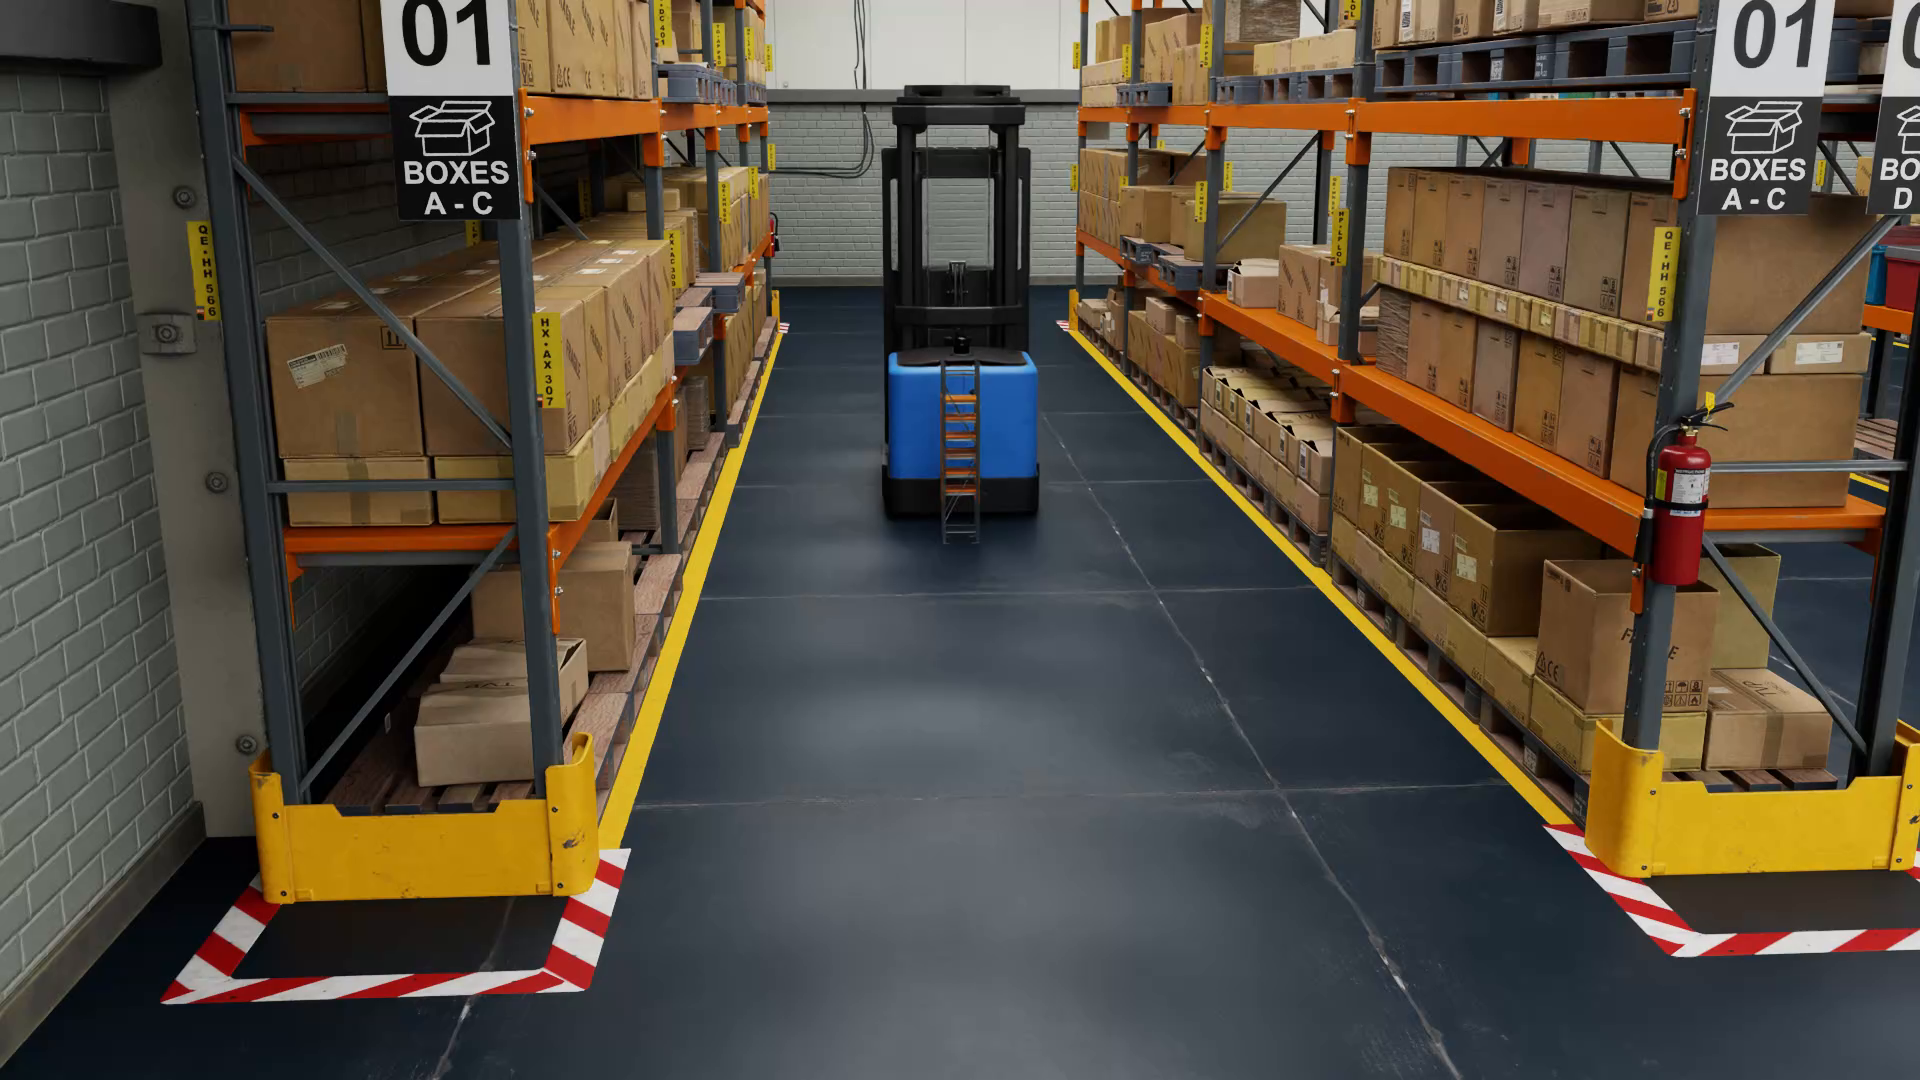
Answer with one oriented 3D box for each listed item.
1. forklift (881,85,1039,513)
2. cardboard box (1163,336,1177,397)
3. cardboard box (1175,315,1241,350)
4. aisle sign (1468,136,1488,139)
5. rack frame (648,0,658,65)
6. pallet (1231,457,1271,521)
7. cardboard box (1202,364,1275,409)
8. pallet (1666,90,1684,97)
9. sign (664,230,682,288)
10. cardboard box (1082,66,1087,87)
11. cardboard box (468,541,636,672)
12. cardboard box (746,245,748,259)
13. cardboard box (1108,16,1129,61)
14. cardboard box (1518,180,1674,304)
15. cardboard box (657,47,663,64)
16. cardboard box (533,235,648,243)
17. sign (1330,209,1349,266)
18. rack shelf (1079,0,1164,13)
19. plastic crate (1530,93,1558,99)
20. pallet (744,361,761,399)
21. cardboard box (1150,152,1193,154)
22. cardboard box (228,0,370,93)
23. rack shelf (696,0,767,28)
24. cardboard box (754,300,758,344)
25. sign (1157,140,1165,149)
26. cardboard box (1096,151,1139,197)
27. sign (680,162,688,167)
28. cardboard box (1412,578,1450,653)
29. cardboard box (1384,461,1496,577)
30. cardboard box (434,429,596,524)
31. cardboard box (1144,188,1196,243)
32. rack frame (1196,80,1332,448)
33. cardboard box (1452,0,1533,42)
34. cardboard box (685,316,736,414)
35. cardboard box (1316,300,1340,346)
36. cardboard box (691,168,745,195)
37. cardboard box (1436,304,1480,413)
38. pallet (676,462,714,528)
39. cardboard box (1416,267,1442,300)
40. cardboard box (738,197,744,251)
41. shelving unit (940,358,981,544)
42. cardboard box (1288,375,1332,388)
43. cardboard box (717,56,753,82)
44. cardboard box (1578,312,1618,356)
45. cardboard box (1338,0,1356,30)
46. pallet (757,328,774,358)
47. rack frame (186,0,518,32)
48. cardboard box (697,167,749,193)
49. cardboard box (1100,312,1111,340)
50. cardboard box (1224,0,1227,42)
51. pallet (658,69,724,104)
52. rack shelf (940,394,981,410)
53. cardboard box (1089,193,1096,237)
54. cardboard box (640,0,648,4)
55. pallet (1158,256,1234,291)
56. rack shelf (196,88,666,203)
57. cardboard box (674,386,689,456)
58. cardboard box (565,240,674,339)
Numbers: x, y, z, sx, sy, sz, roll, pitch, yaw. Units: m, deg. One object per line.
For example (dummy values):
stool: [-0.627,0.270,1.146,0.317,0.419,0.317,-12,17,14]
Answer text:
forklift: [-0.040,-1.917,12.593,1.130,2.935,3.031,-1,14,-2]
cardboard box: [2.187,-1.608,15.389,0.500,0.500,0.500,-1,14,-5]
cardboard box: [2.211,-1.856,14.850,0.500,0.250,0.500,0,14,-1]
aisle sign: [6.659,-5.585,21.497,0.394,0.787,0.004,-1,14,-3]
rack frame: [-2.185,-4.081,8.828,1.000,3.000,0.127,-1,14,-3]
pallet: [2.596,-0.389,12.115,1.003,0.211,1.213,-1,14,-3]
cardboard box: [2.251,-1.256,13.439,0.500,0.311,0.500,0,14,-2]
pallet: [7.427,-4.204,15.704,1.003,0.211,1.213,-1,14,-3]
sign: [-1.644,-1.605,9.507,0.100,0.325,0.005,-1,14,-3]
cardboard box: [1.788,-5.728,20.546,0.500,0.250,0.500,-1,14,-3]
cardboard box: [-1.921,0.318,7.903,0.700,0.500,0.500,-2,15,-7]
cardboard box: [-2.338,-2.911,16.784,0.380,0.149,0.250,-1,14,-2]
cardboard box: [2.086,-5.721,19.015,0.700,0.500,0.500,-1,14,-3]
cardboard box: [2.917,-1.320,7.334,0.700,0.500,0.500,-1,14,-3]
cardboard box: [-2.215,-3.324,10.862,0.500,0.500,0.500,-1,14,-5]
cardboard box: [-2.182,-1.564,10.002,0.700,0.500,0.500,-1,14,-3]
sign: [2.218,-1.764,9.700,0.100,0.325,0.005,-1,14,-3]
rack shelf: [2.140,-6.295,18.884,1.077,0.370,4.000,-1,14,-3]
plastic crate: [6.789,-5.152,19.249,0.437,0.282,0.530,-1,14,-3]
pallet: [-2.557,-1.624,16.914,1.003,0.211,1.213,-1,14,-3]
cardboard box: [2.451,-4.153,18.940,0.500,0.500,0.500,-1,14,-5]
cardboard box: [-2.216,-1.791,5.708,0.500,0.500,0.500,0,14,1]
rack shelf: [-2.804,-6.026,18.633,1.077,0.370,4.000,-1,14,-3]
cardboard box: [-2.652,-2.470,18.782,0.700,0.500,0.500,-1,14,-4]
sign: [2.571,-4.955,21.305,0.100,0.325,0.005,-1,14,-3]
cardboard box: [1.878,-4.275,19.414,0.500,0.500,0.500,-1,14,-4]
sign: [-3.483,-4.610,21.029,0.100,0.325,0.005,-1,14,-3]
cardboard box: [2.574,0.369,8.250,0.500,0.250,0.500,-1,14,-3]
cardboard box: [2.537,-0.119,8.639,0.500,0.500,0.500,-1,14,-3]
cardboard box: [-1.650,-0.244,6.216,0.500,0.250,0.500,-1,14,-5]
cardboard box: [2.175,-3.203,16.412,0.700,0.500,0.500,1,14,5]
rack frame: [2.511,-2.248,13.742,1.000,3.000,0.127,-1,14,-3]
cardboard box: [2.735,-2.615,7.820,0.797,0.503,0.637,1,14,3]
cardboard box: [-2.347,-1.517,14.376,0.750,0.750,0.750,-1,14,-4]
cardboard box: [2.521,-1.404,10.732,0.396,0.266,0.258,-1,14,-5]
cardboard box: [-2.374,-3.491,16.232,0.500,0.250,0.500,-1,14,-2]
cardboard box: [2.859,-0.935,8.440,0.700,0.500,0.500,-1,14,-3]
pallet: [-2.313,-0.323,11.857,1.003,0.211,1.213,-1,14,-3]
cardboard box: [2.633,-1.354,8.766,0.380,0.149,0.250,-1,14,-4]
cardboard box: [-2.336,-3.005,15.846,0.500,0.500,0.500,-1,14,-3]
shelving unit: [0.001,-0.577,10.863,0.258,1.200,0.189,-1,14,-3]
cardboard box: [2.828,-1.135,12.969,0.500,0.311,0.500,-1,14,-4]
cardboard box: [-2.460,-4.973,17.572,0.500,0.250,0.500,-1,14,-4]
cardboard box: [2.759,-0.841,6.774,0.380,0.149,0.250,-1,14,-4]
cardboard box: [2.702,-3.495,10.523,0.500,0.500,0.500,1,14,2]
pallet: [-2.728,-2.309,19.577,1.003,0.211,1.213,-1,14,-3]
rack frame: [-1.937,-3.086,4.961,1.000,3.000,0.127,-1,14,-3]
cardboard box: [-2.396,-3.618,16.726,0.500,0.250,0.500,-1,14,-2]
cardboard box: [1.899,-2.477,19.148,0.500,0.311,0.500,-1,14,-3]
cardboard box: [2.459,-4.468,14.147,0.500,0.500,0.500,-1,14,-3]
pallet: [-2.184,-2.950,10.830,1.213,0.211,1.003,-1,14,-3]
rack shelf: [0.001,-0.883,10.784,0.258,0.103,0.180,-1,14,-3]
cardboard box: [1.845,-3.918,20.034,0.500,0.500,0.500,-1,14,-4]
cardboard box: [-1.883,-3.050,8.594,0.500,0.500,0.500,-2,15,-8]
pallet: [2.399,-2.322,14.417,1.213,0.211,1.003,-1,14,-3]
rack shelf: [-2.061,-1.782,7.358,1.077,0.370,4.000,-1,14,-3]
cardboard box: [-2.420,-0.865,12.500,0.700,0.500,0.500,-1,14,-4]
cardboard box: [-1.847,-1.363,9.059,0.500,0.500,0.500,-1,14,-4]
